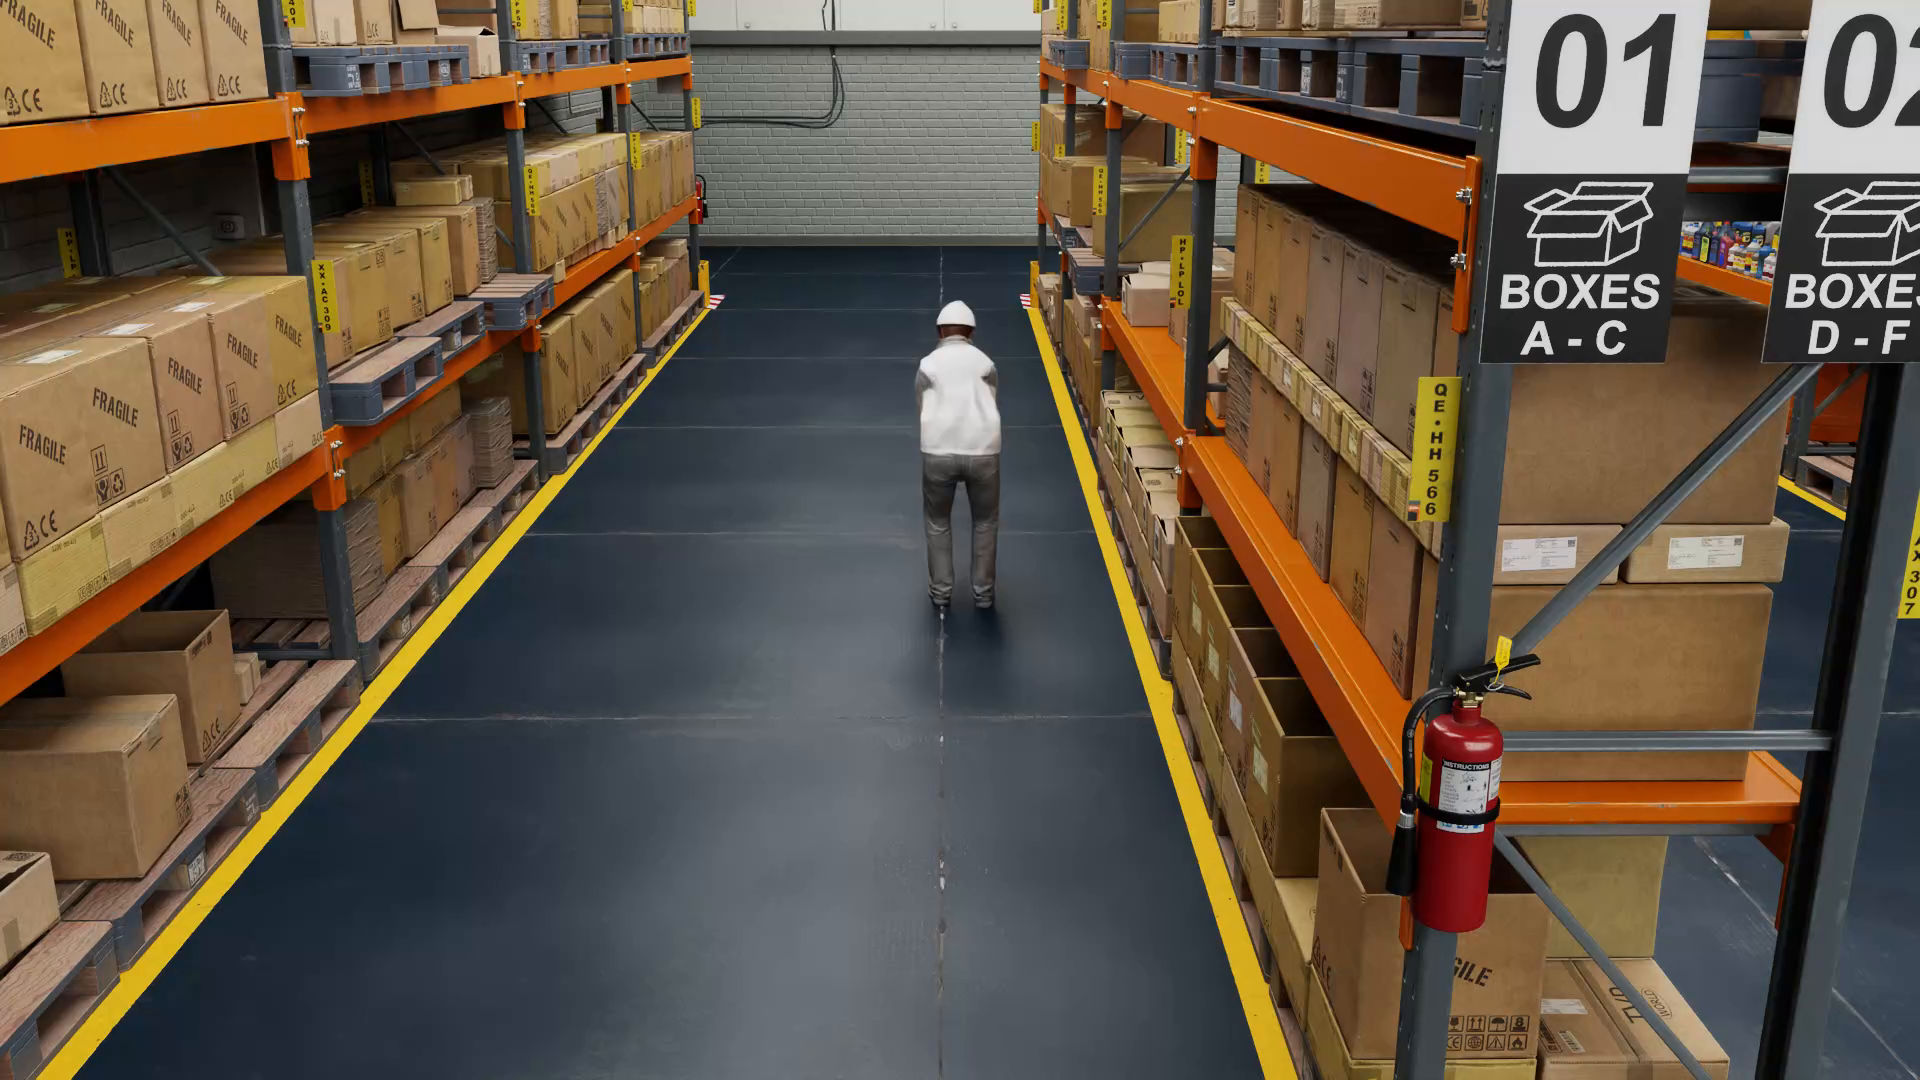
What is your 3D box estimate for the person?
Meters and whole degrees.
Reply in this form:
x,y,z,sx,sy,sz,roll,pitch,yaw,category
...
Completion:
x,y,z,sx,sy,sz,roll,pitch,yaw,category
-0.013,-0.479,9.283,0.471,1.651,0.736,-1,17,-2,person
